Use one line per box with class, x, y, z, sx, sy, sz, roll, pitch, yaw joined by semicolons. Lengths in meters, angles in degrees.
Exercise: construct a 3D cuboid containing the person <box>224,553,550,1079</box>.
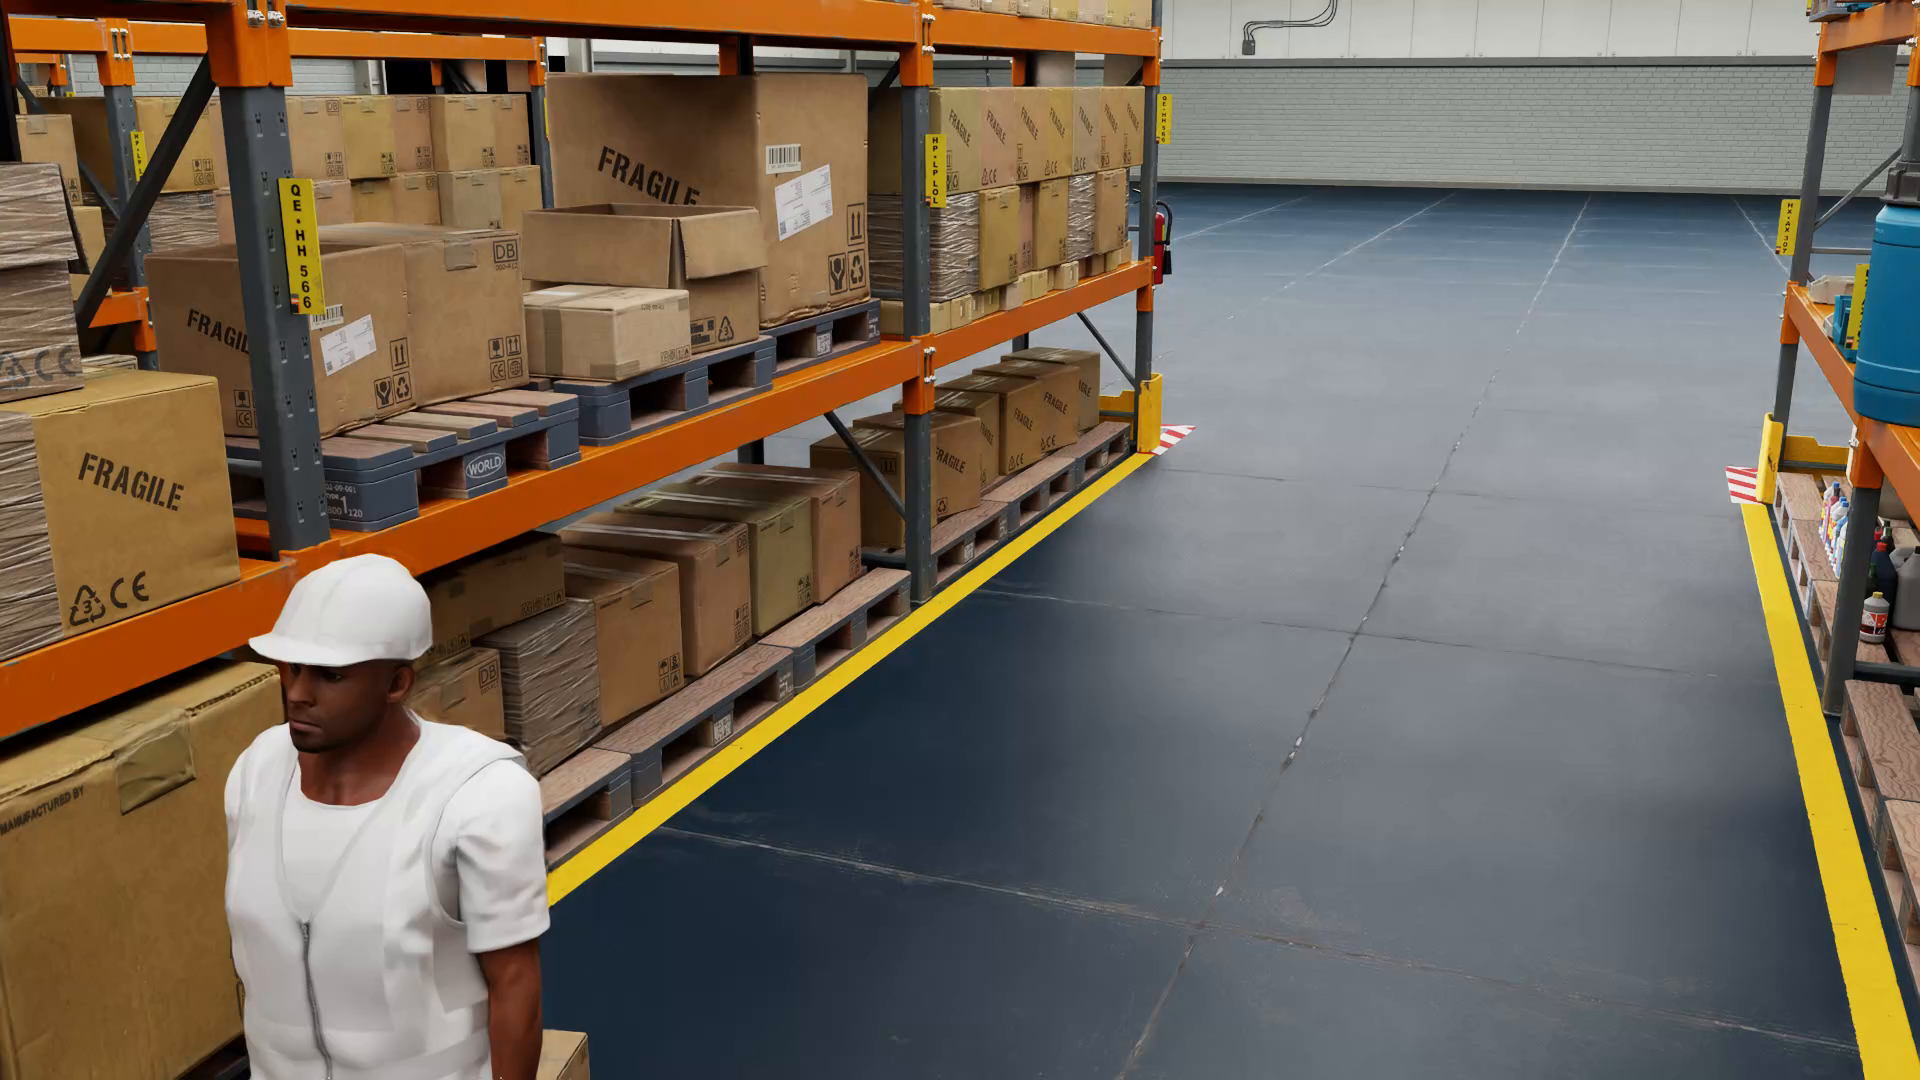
person;-0.931;0.904;2.612;0.578;1.781;0.458;3;16;12
